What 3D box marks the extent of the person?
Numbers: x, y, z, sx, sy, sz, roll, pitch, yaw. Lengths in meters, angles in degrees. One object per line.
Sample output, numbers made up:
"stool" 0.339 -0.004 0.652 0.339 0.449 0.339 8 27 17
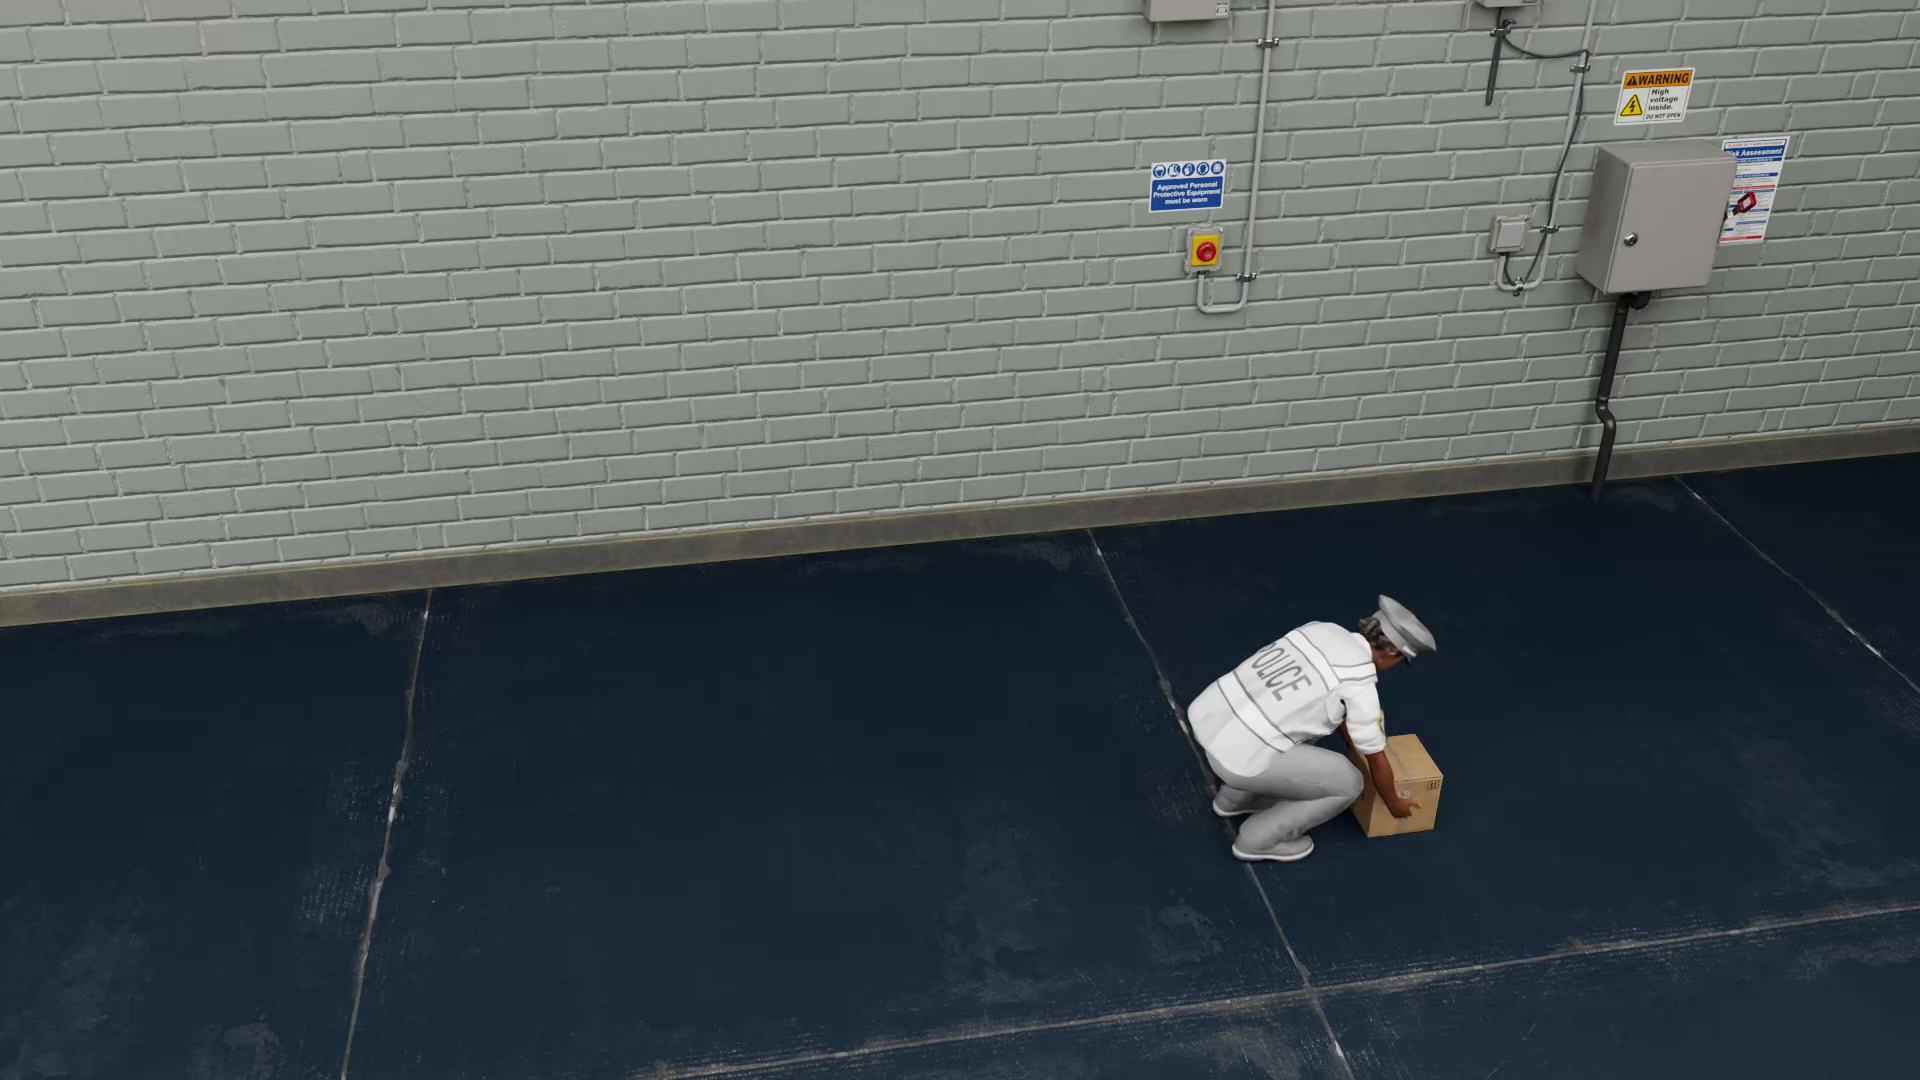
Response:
"person" 1.224 0.650 5.813 0.867 0.885 0.484 -5 31 -9
